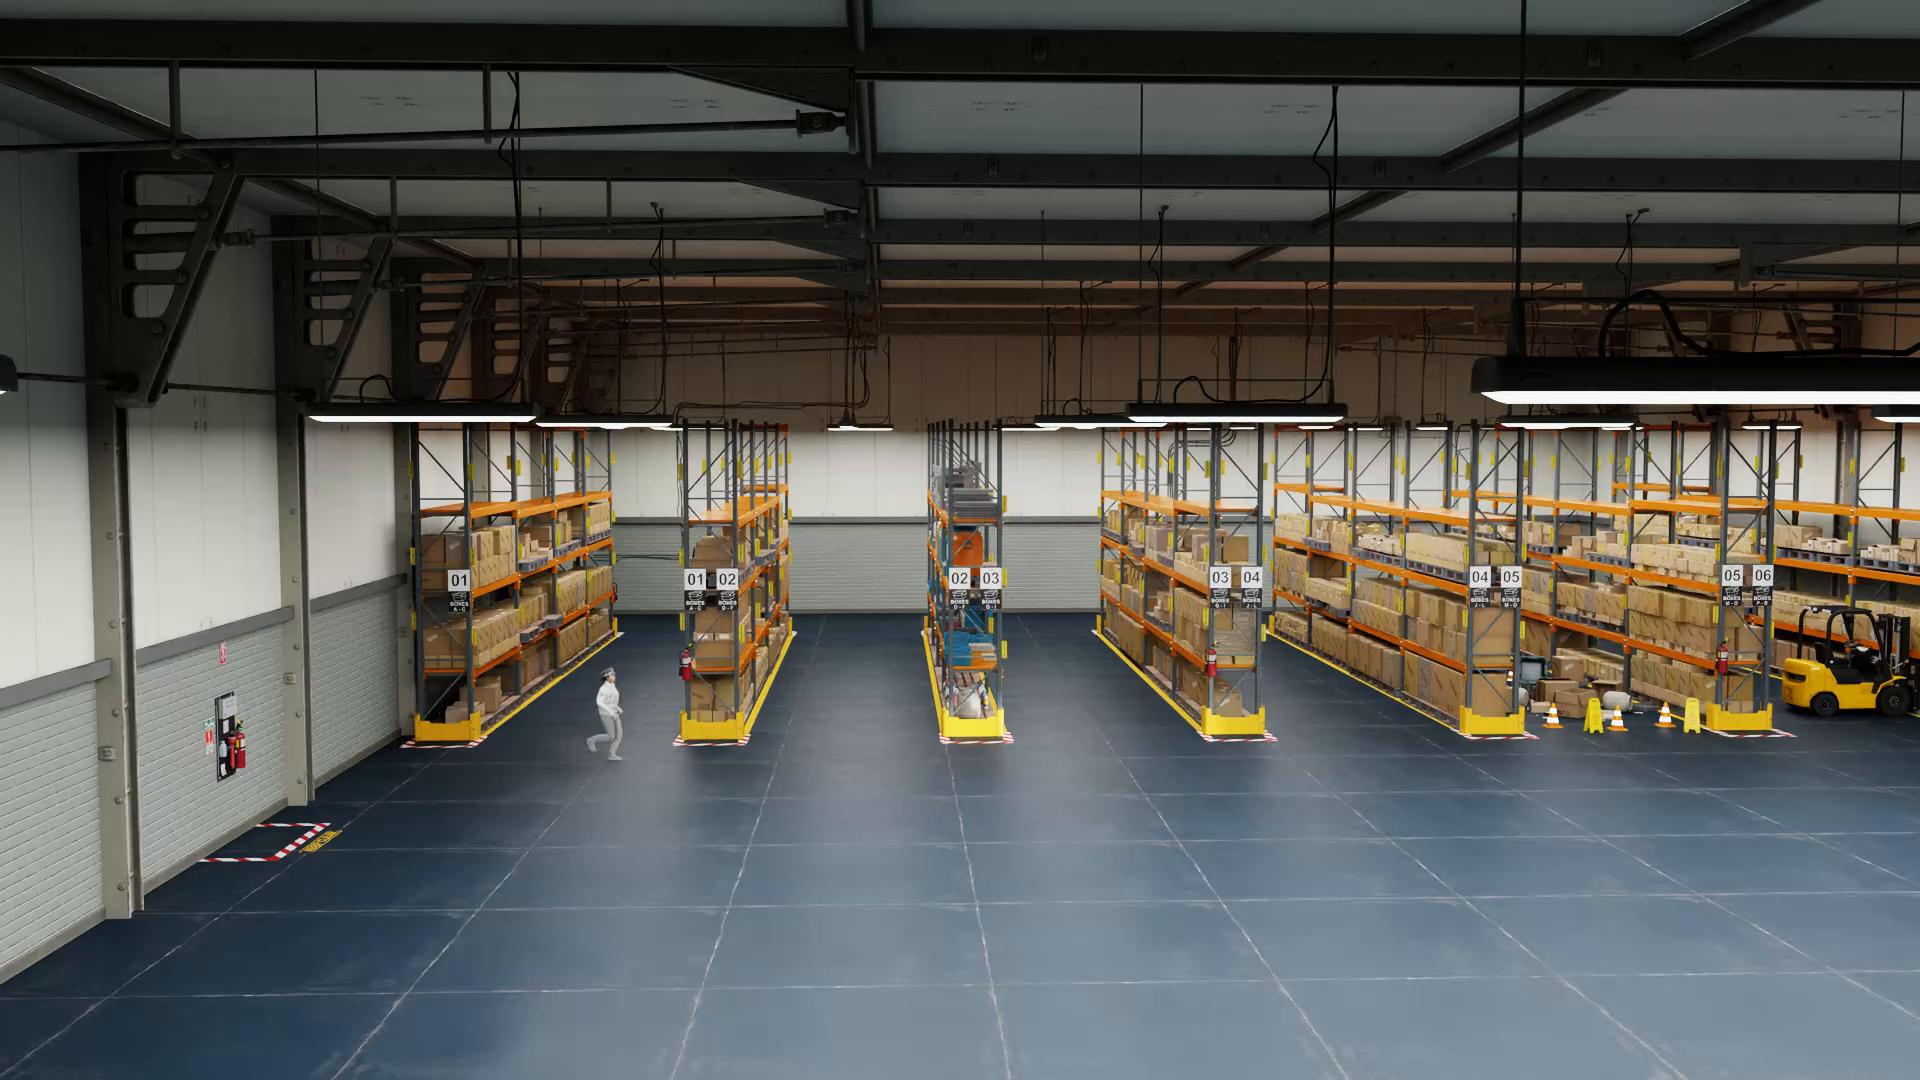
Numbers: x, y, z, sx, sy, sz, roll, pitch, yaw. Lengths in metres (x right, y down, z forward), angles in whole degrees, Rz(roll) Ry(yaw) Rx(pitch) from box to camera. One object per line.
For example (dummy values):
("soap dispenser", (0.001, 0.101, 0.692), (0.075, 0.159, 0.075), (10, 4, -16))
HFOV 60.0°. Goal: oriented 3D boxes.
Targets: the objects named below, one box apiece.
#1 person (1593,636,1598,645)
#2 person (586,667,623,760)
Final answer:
("person", (16.704, 1.960, 44.510), (0.655, 1.765, 1.000), (-1, 4, -13))
("person", (-6.206, 3.044, 29.114), (0.659, 1.644, 0.627), (1, 4, 12))
